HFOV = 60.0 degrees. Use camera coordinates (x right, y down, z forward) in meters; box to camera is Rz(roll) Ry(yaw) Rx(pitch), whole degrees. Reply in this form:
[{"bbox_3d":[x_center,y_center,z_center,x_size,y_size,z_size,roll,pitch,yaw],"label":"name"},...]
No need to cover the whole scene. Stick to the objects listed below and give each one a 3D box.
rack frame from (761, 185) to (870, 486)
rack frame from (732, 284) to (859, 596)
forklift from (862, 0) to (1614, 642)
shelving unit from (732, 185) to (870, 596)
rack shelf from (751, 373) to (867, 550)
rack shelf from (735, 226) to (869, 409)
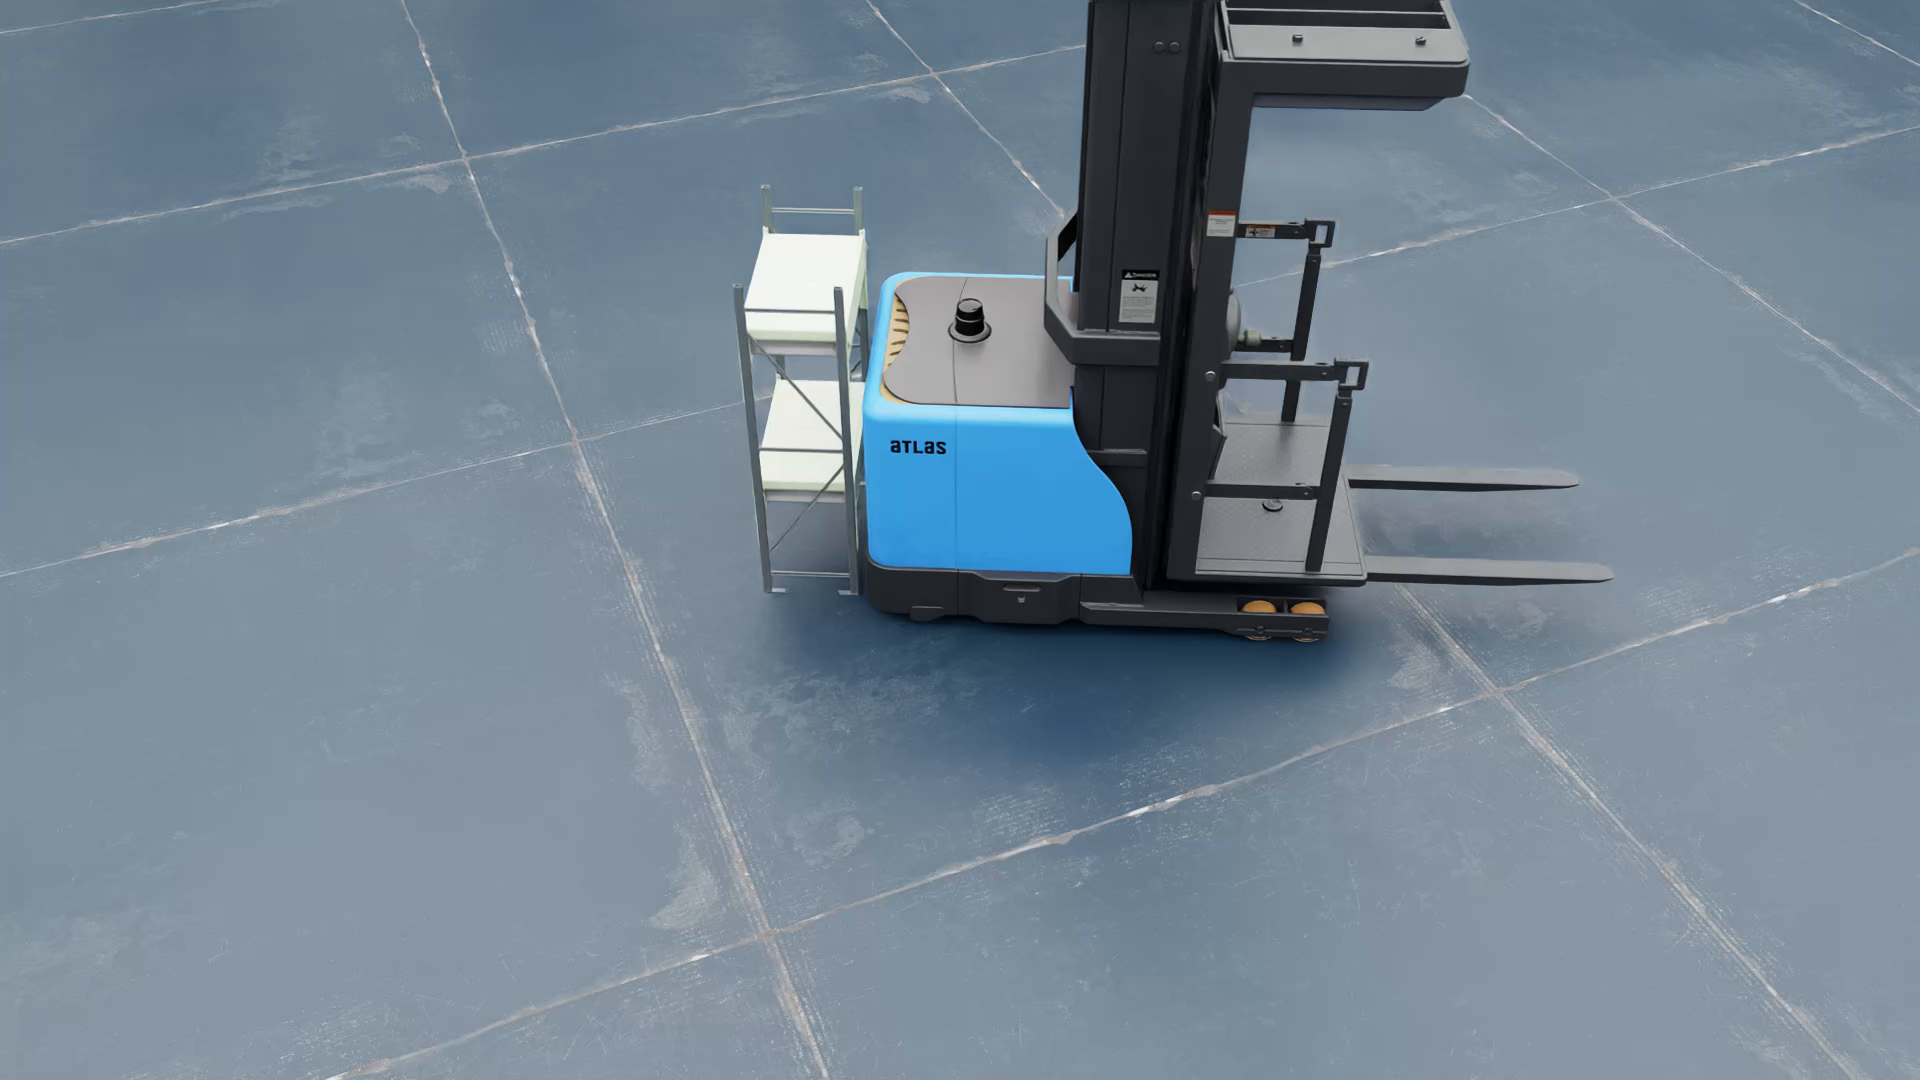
[{"bbox_3d":[-0.586,-0.824,7.058,0.400,1.500,0.023,2,41,2],"label":"rack frame"},{"bbox_3d":[-0.623,-0.348,6.504,0.400,1.500,0.023,2,41,2],"label":"rack frame"},{"bbox_3d":[1.152,-1.054,6.228,3.031,2.935,1.130,2,41,2],"label":"forklift"},{"bbox_3d":[-0.605,-0.586,6.781,0.431,1.500,0.755,2,41,2],"label":"shelving unit"},{"bbox_3d":[-0.605,-0.339,6.994,0.431,0.370,0.720,2,41,2],"label":"rack shelf"},{"bbox_3d":[-0.605,-0.882,6.527,0.431,0.370,0.720,2,41,2],"label":"rack shelf"}]
